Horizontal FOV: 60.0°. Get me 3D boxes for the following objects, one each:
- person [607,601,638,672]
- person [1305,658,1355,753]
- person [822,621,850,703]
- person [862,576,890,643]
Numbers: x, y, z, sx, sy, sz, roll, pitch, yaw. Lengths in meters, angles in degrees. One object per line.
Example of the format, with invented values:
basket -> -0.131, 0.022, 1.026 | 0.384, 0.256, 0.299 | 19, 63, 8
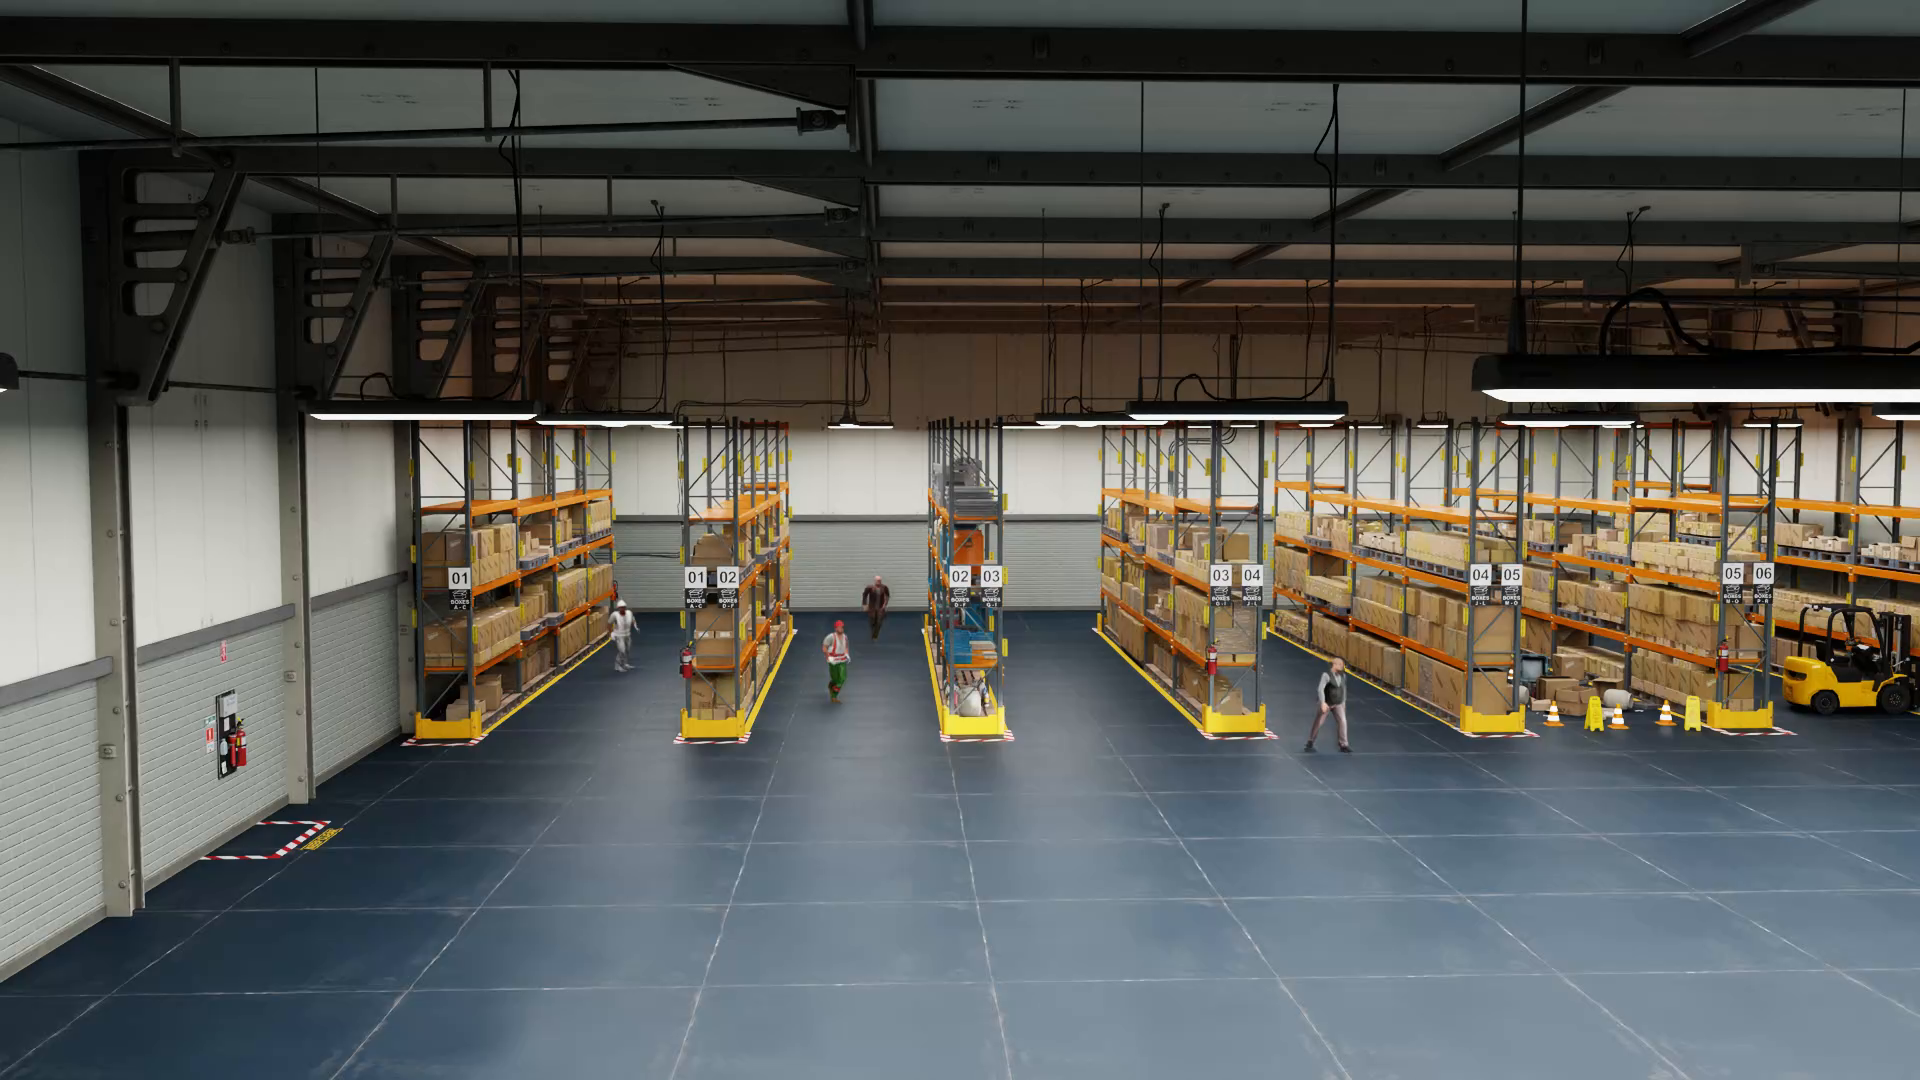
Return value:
person -> -8.023, 2.291, 39.766 | 0.796, 1.716, 0.702 | 3, 5, 41
person -> 6.657, 2.938, 29.824 | 0.680, 1.678, 0.881 | -2, 4, -26
person -> -2.649, 2.565, 35.253 | 0.649, 1.734, 0.626 | -2, 4, -30
person -> -2.172, 1.777, 42.986 | 0.716, 1.726, 0.709 | -1, 4, -16
